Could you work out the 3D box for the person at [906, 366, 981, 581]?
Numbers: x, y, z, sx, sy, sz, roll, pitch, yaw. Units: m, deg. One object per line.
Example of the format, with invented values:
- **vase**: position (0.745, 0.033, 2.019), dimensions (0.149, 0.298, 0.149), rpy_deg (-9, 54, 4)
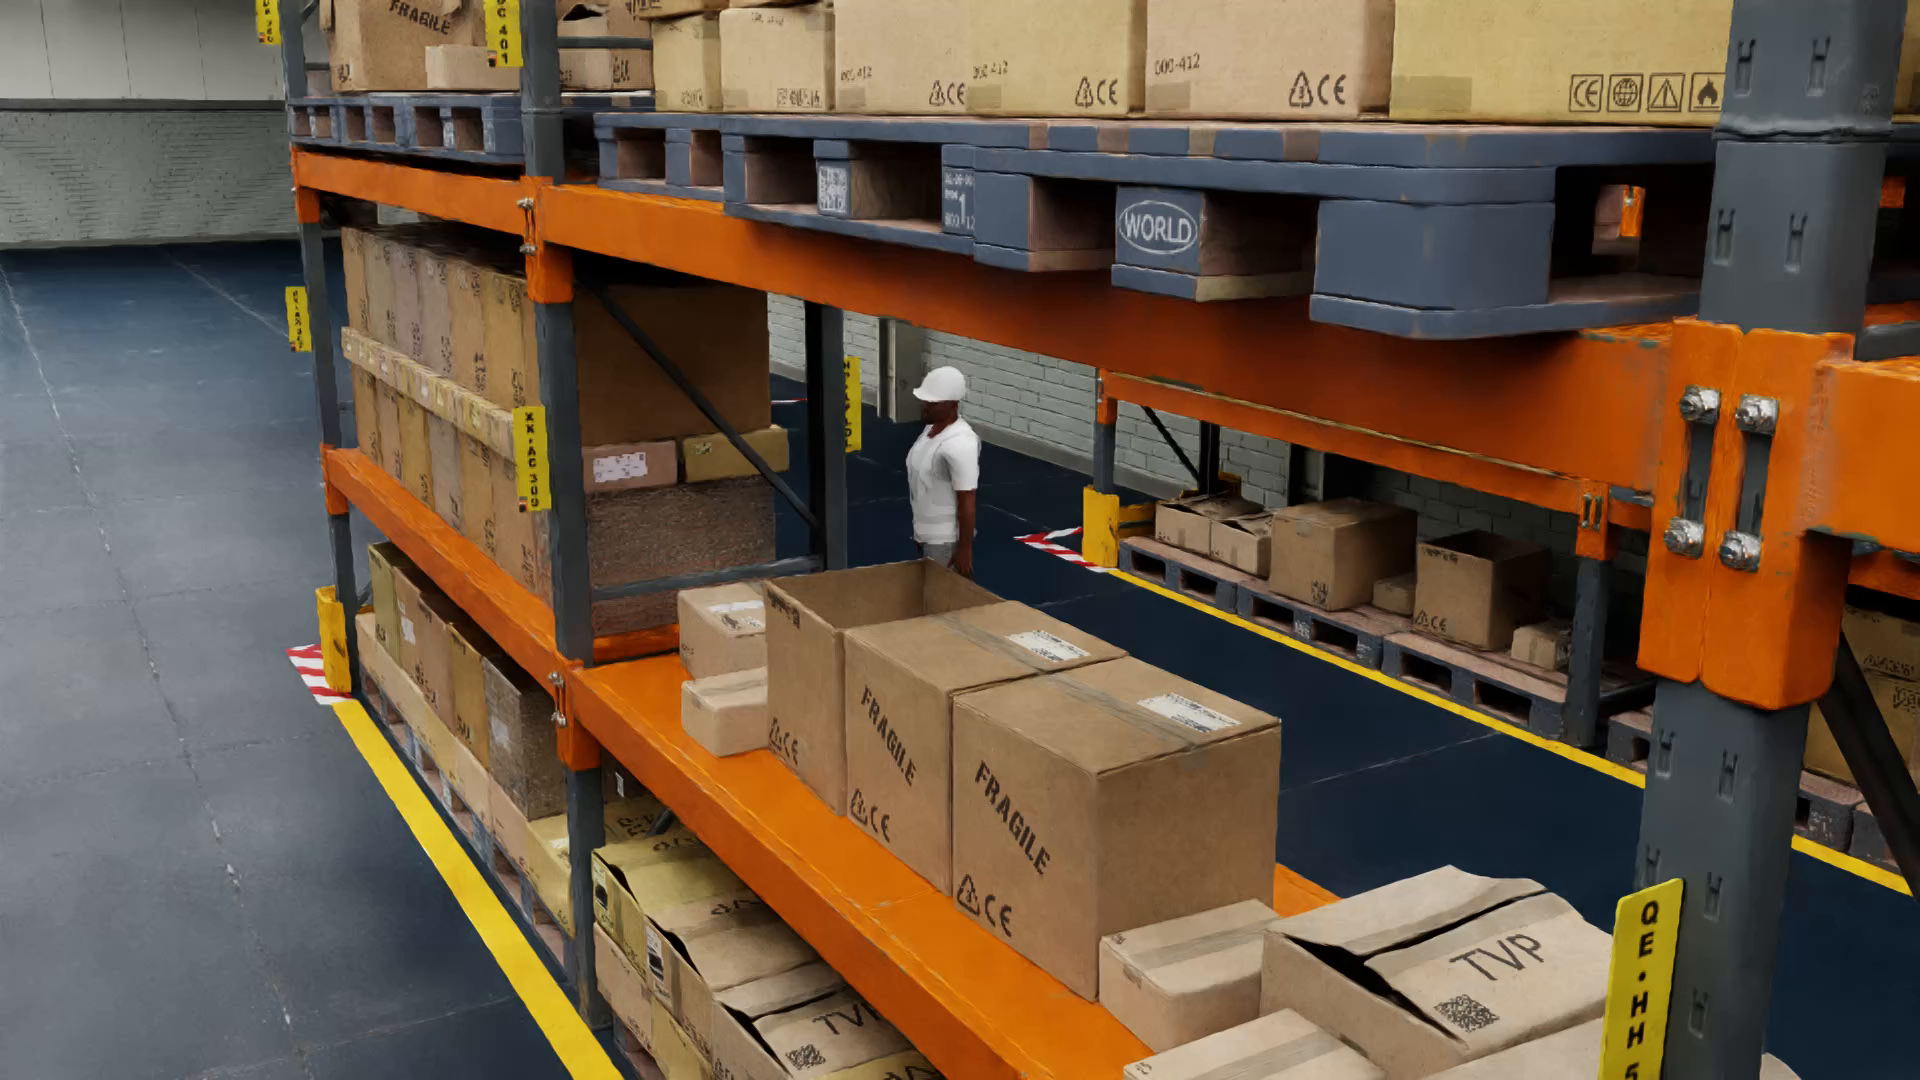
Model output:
- **person**: position (-0.055, -0.042, 8.637), dimensions (0.474, 1.772, 0.706), rpy_deg (-2, 15, -8)
